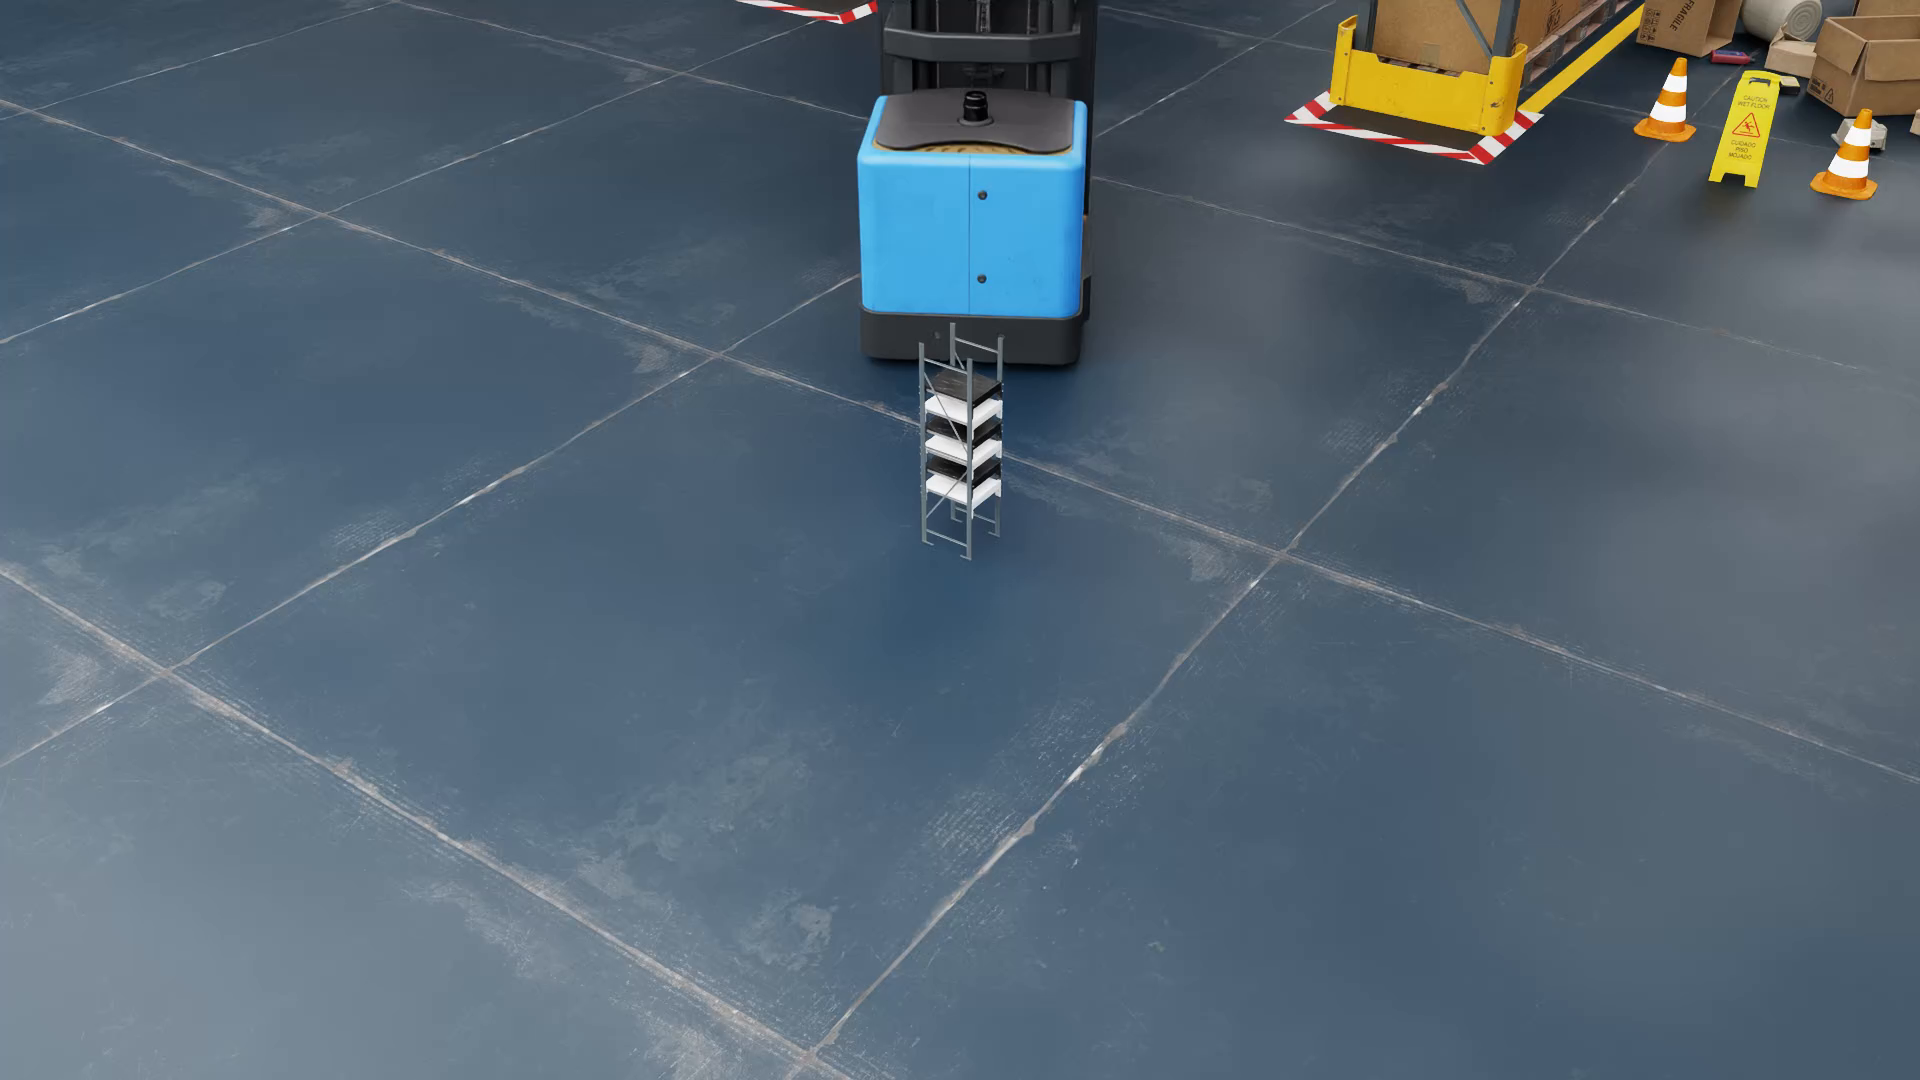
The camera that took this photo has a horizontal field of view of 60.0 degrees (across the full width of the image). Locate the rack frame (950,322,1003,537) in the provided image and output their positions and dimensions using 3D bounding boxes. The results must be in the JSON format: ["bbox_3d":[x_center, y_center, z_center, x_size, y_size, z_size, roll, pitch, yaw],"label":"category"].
[{"bbox_3d":[0.063,-0.423,6.573,0.240,0.900,0.006,21,39,28],"label":"rack frame"}]

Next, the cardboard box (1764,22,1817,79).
[{"bbox_3d":[5.838,-3.388,11.523,0.396,0.266,0.258,29,44,36],"label":"cardboard box"}]

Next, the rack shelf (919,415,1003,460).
[{"bbox_3d":[0.005,-0.423,6.472,0.258,0.077,0.200,21,39,28],"label":"rack shelf"}]

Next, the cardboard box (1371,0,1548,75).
[{"bbox_3d":[3.357,-3.686,11.045,0.875,0.875,0.875,21,40,28],"label":"cardboard box"}]

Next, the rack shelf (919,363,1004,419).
[{"bbox_3d":[0.005,-0.573,6.371,0.258,0.077,0.200,21,39,28],"label":"rack shelf"}]

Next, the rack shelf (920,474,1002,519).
[{"bbox_3d":[0.005,-0.200,6.623,0.258,0.077,0.200,21,39,28],"label":"rack shelf"}]

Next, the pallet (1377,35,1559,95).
[{"bbox_3d":[3.416,-3.297,11.437,1.003,0.211,1.213,21,39,28],"label":"pallet"}]

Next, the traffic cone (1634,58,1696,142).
[{"bbox_3d":[4.494,-2.799,10.476,0.336,0.463,0.334,21,39,28],"label":"traffic cone"}]

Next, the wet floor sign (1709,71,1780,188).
[{"bbox_3d":[4.634,-2.438,9.779,0.267,0.644,0.232,14,37,20],"label":"wet floor sign"}]

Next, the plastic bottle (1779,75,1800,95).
[{"bbox_3d":[5.599,-3.091,11.267,0.133,0.061,0.283,8,35,12],"label":"plastic bottle"}]

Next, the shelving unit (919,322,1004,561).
[{"bbox_3d":[0.005,-0.376,6.503,0.258,0.900,0.210,21,39,28],"label":"shelving unit"}]

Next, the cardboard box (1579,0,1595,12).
[{"bbox_3d":[4.378,-4.511,12.264,0.875,0.875,0.875,22,40,29],"label":"cardboard box"}]

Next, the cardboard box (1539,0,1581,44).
[{"bbox_3d":[3.857,-4.092,11.645,0.875,0.875,0.875,21,39,27],"label":"cardboard box"}]

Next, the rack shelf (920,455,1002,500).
[{"bbox_3d":[0.005,-0.274,6.573,0.258,0.077,0.200,21,39,28],"label":"rack shelf"}]

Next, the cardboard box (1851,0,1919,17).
[{"bbox_3d":[6.596,-3.597,11.498,0.797,0.637,0.503,21,39,28],"label":"cardboard box"}]

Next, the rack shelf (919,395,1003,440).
[{"bbox_3d":[0.005,-0.498,6.421,0.258,0.077,0.200,21,39,28],"label":"rack shelf"}]

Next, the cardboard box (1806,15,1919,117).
[{"bbox_3d":[6.070,-3.108,10.896,0.797,0.503,0.637,-3,34,-4],"label":"cardboard box"}]

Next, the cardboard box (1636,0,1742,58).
[{"bbox_3d":[5.263,-3.823,11.955,0.500,0.500,0.500,29,44,36],"label":"cardboard box"}]

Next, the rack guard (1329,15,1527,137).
[{"bbox_3d":[3.011,-3.013,10.759,1.175,0.500,0.348,21,39,28],"label":"rack guard"}]

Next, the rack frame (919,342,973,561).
[{"bbox_3d":[-0.053,-0.330,6.434,0.240,0.900,0.006,21,39,28],"label":"rack frame"}]

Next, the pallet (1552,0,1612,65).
[{"bbox_3d":[4.112,-3.856,12.264,1.003,0.211,1.213,21,39,28],"label":"pallet"}]

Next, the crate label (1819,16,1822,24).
[{"bbox_3d":[6.240,-3.895,12.387,0.298,0.136,0.250,-3,34,-4],"label":"crate label"}]

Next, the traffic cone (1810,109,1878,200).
[{"bbox_3d":[5.228,-2.282,9.711,0.336,0.463,0.334,21,39,28],"label":"traffic cone"}]

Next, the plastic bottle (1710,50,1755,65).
[{"bbox_3d":[5.447,-3.400,11.723,0.283,0.061,0.133,8,35,12],"label":"plastic bottle"}]

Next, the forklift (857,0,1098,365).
[{"bbox_3d":[0.155,-2.844,8.339,1.130,2.935,3.031,2,34,4],"label":"forklift"}]

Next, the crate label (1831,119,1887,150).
[{"bbox_3d":[5.625,-2.528,10.367,0.250,0.136,0.298,3,34,4],"label":"crate label"}]

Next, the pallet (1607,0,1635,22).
[{"bbox_3d":[4.807,-4.420,13.098,1.003,0.211,1.213,21,39,28],"label":"pallet"}]

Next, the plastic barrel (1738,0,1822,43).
[{"bbox_3d":[5.918,-3.821,12.022,0.421,0.421,0.512,-9,35,-13],"label":"plastic barrel"}]

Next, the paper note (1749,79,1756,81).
[{"bbox_3d":[5.405,-3.151,11.400,0.123,0.001,0.032,-15,37,-21],"label":"paper note"}]

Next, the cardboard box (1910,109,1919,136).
[{"bbox_3d":[6.236,-2.592,10.450,0.250,0.149,0.380,-15,37,-21],"label":"cardboard box"}]

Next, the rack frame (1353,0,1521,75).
[{"bbox_3d":[3.024,-4.059,10.075,1.000,3.000,0.127,21,39,28],"label":"rack frame"}]

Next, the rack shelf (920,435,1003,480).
[{"bbox_3d":[0.005,-0.349,6.522,0.258,0.077,0.200,21,39,28],"label":"rack shelf"}]
